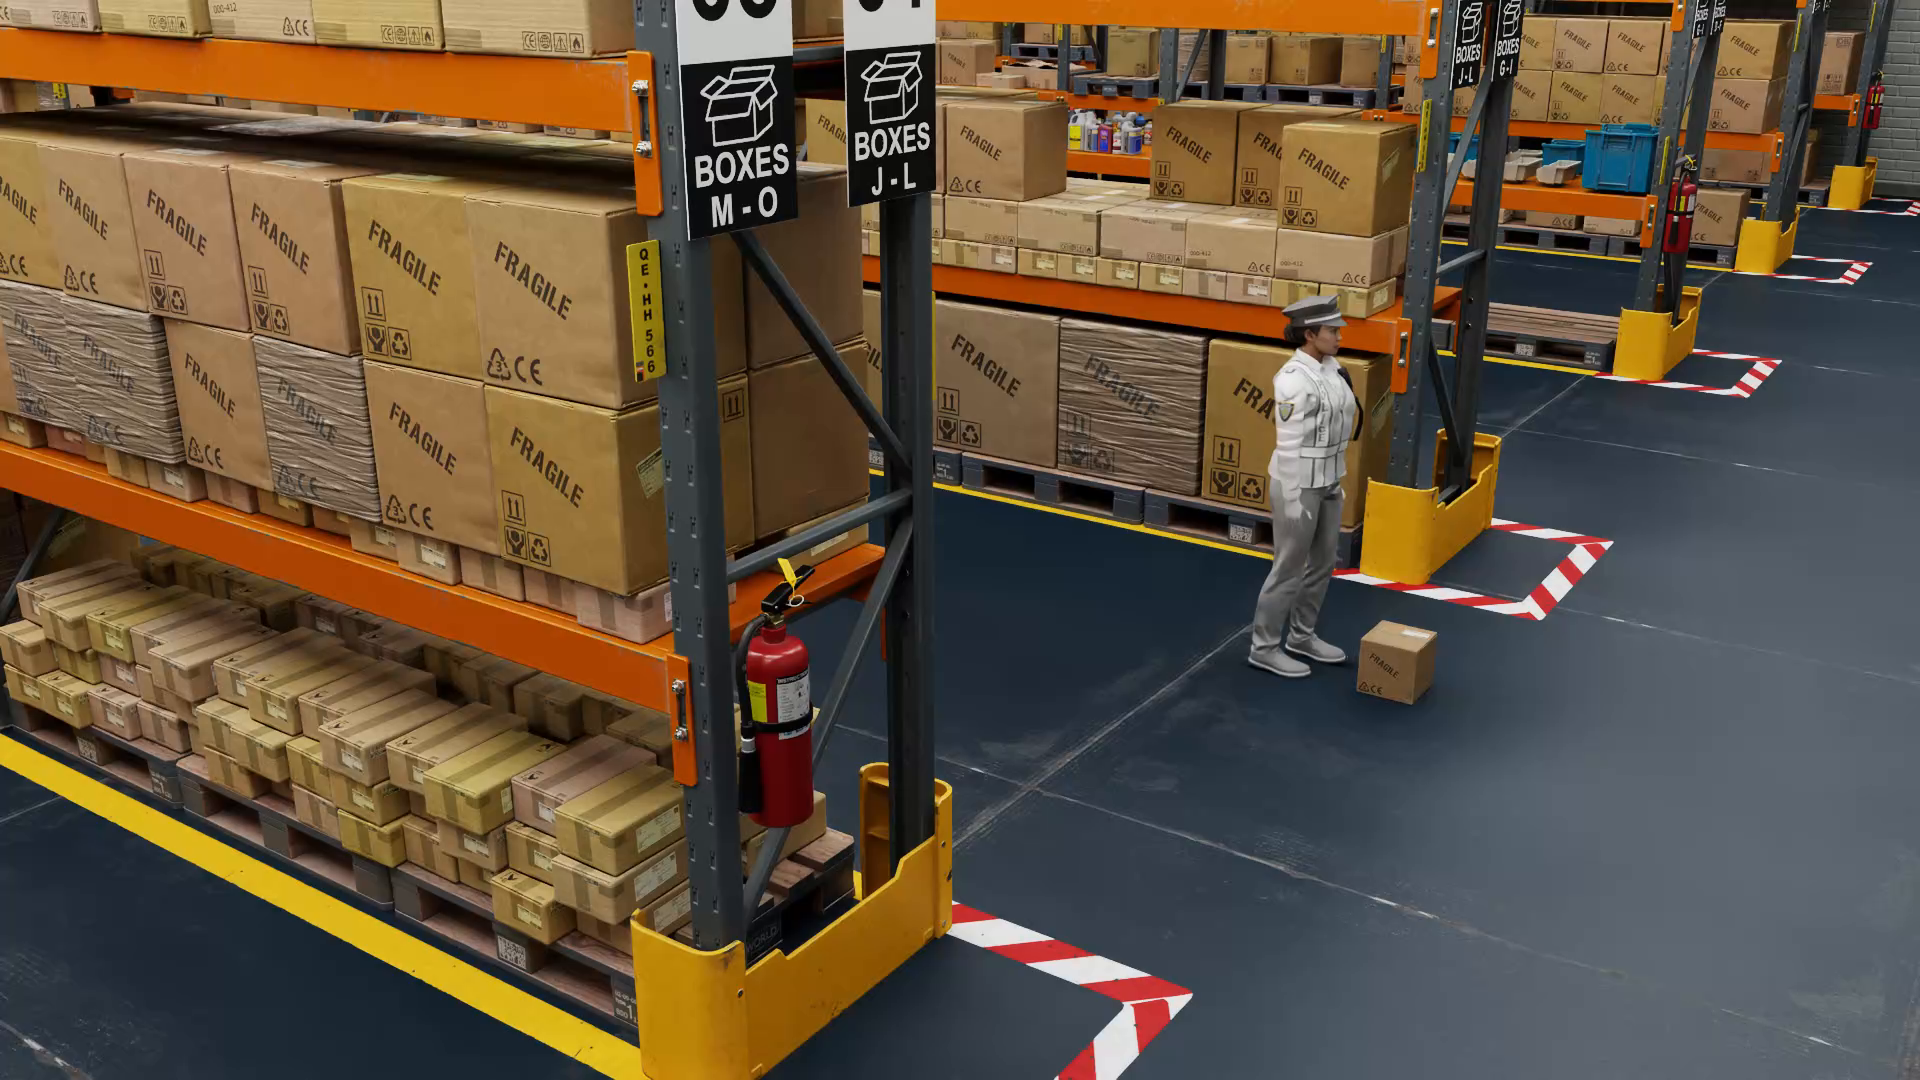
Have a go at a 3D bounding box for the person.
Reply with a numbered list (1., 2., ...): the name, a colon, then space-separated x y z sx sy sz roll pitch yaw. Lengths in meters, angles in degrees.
1. person: 1.522 -0.237 7.201 0.356 1.683 0.469 14 24 33
